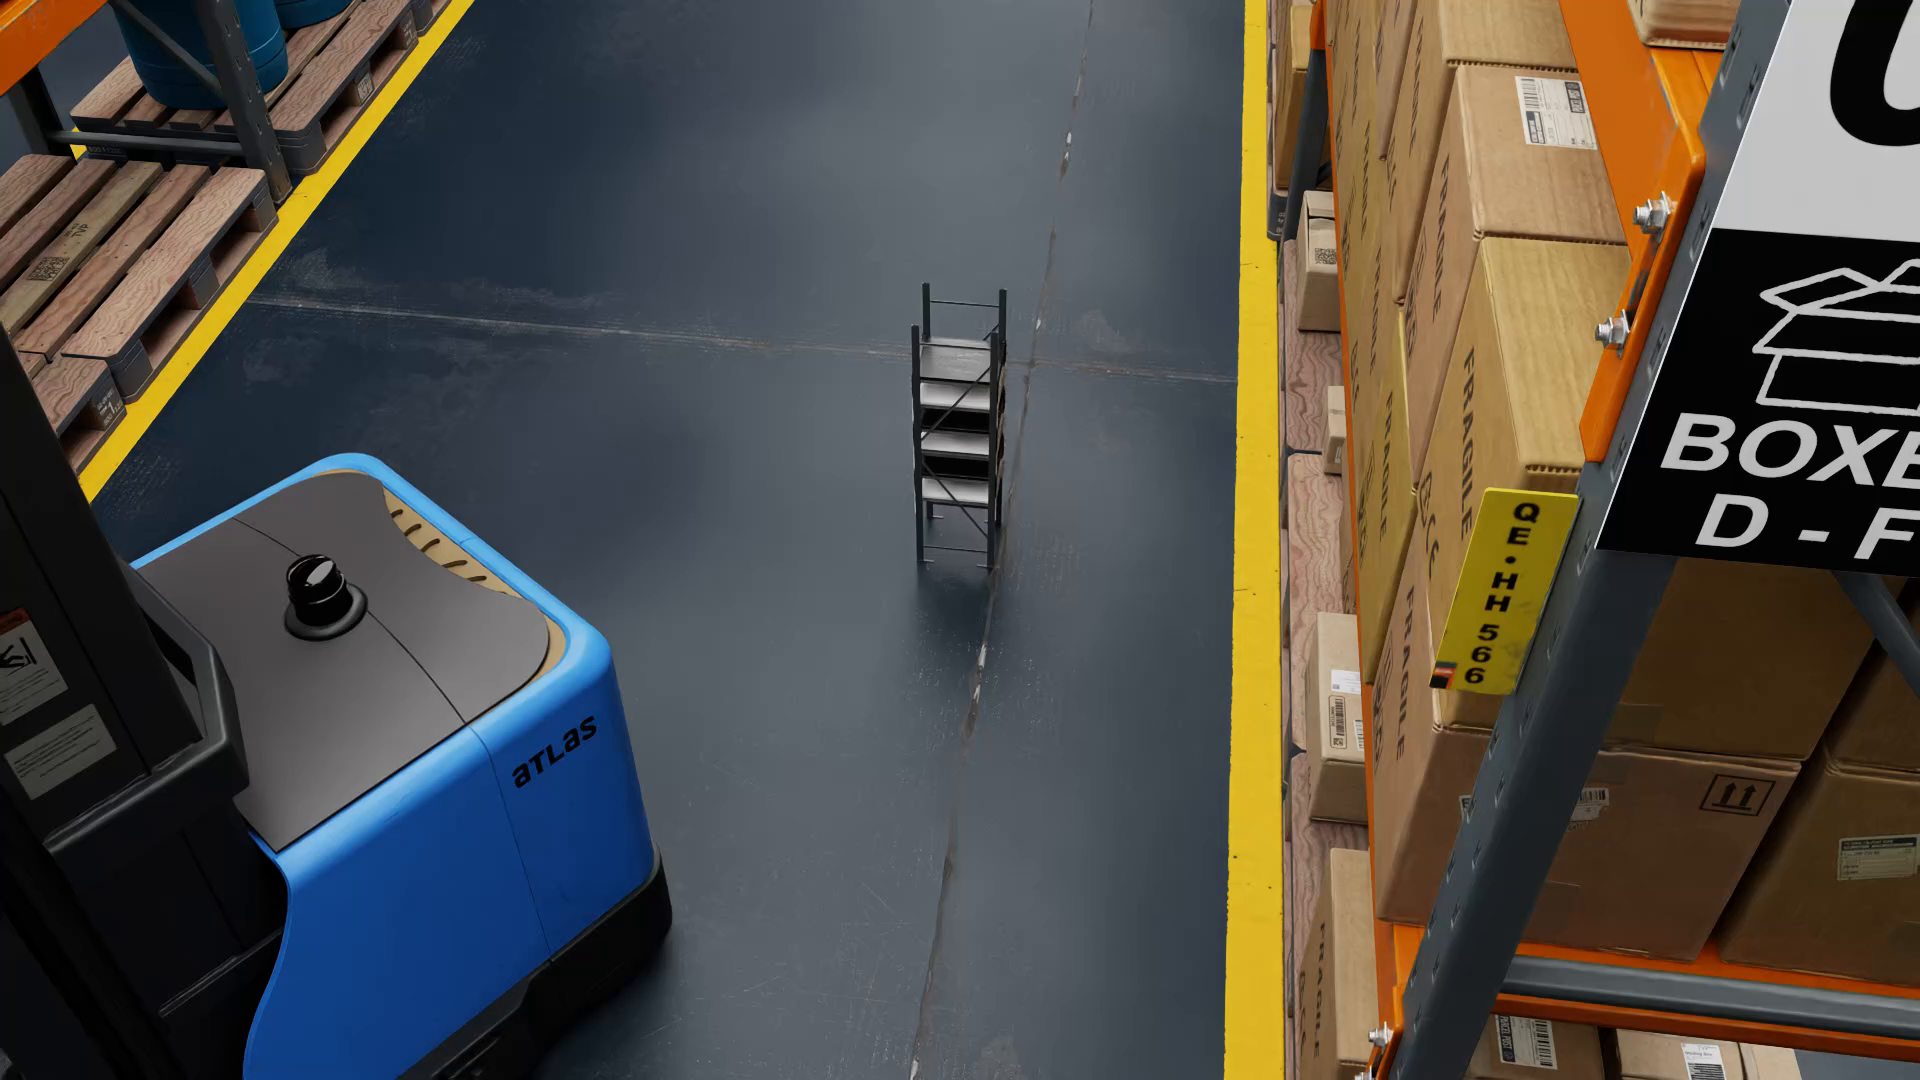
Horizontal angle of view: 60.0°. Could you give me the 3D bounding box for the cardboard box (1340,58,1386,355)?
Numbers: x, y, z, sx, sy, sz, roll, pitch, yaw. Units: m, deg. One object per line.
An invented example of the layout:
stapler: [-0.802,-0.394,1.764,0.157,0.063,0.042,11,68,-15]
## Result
cardboard box: [1.165,-0.737,3.774,0.500,0.500,0.500,5,44,5]

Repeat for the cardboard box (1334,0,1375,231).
cardboard box: [1.231,-1.084,4.141,0.500,0.500,0.500,5,44,5]

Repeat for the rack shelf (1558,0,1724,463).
rack shelf: [1.437,-1.525,3.021,1.077,0.370,4.000,5,44,6]

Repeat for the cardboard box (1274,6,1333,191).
cardboard box: [1.482,-1.675,6.335,0.500,0.500,0.500,5,44,5]

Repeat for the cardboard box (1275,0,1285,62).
cardboard box: [1.623,-2.353,7.051,0.500,0.500,0.500,6,44,6]

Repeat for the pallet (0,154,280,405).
pallet: [-3.267,-0.996,6.148,1.003,0.211,1.213,5,44,6]

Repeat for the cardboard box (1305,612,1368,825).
cardboard box: [1.155,0.467,4.255,0.500,0.250,0.500,5,44,6]

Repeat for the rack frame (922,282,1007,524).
rack frame: [0.012,-0.391,5.008,0.240,0.900,0.006,5,44,6]

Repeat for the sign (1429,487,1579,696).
sign: [0.625,0.066,1.926,0.100,0.325,0.005,5,44,6]

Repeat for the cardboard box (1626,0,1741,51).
cardboard box: [0.979,-0.743,1.781,0.500,0.250,0.500,5,44,6]

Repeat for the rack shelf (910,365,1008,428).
rack shelf: [-0.001,-0.428,4.834,0.258,0.077,0.200,5,44,6]

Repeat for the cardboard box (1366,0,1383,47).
cardboard box: [1.224,-1.462,3.813,0.500,0.500,0.500,4,44,4]

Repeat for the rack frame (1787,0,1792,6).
rack frame: [1.172,-1.513,0.303,1.000,3.000,0.127,5,44,6]

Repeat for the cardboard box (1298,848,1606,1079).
cardboard box: [1.000,1.021,3.488,0.500,0.500,0.500,5,44,6]

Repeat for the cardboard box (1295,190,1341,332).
cardboard box: [1.431,-0.977,5.736,0.500,0.311,0.500,5,44,6]

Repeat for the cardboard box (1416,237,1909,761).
cardboard box: [0.959,-0.062,2.334,0.500,0.500,0.500,5,44,5]

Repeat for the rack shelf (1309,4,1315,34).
rack shelf: [1.966,-3.162,6.931,1.077,0.370,4.000,5,44,6]

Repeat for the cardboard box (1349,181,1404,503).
cardboard box: [1.098,-0.394,3.412,0.500,0.500,0.500,6,44,6]

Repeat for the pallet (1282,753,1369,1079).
pallet: [1.287,1.083,3.953,1.003,0.211,1.213,5,44,6]

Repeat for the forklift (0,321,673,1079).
forklift: [-2.084,0.454,2.639,1.130,2.935,3.031,32,52,29]

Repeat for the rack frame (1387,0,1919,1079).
rack frame: [1.172,0.666,2.365,1.000,3.000,0.127,5,44,6]

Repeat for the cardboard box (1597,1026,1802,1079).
cardboard box: [1.601,1.110,3.637,0.380,0.166,0.250,5,44,6]

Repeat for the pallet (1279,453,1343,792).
pallet: [1.451,0.254,4.828,1.003,0.211,1.213,5,44,6]

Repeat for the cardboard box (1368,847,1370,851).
cardboard box: [1.143,0.874,3.886,0.380,0.166,0.250,5,44,6]

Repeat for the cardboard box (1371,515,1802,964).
cardboard box: [0.962,0.299,2.679,0.500,0.500,0.500,6,44,7]

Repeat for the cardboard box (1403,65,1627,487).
cardboard box: [1.025,-0.406,2.698,0.500,0.500,0.500,6,44,7]

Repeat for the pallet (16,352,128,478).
pallet: [-3.426,-0.162,5.268,1.003,0.211,1.213,5,44,6]

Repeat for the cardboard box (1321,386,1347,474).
cardboard box: [1.327,-0.334,5.162,0.380,0.166,0.250,5,44,6]

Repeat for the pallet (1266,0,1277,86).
pallet: [1.930,-2.439,7.673,1.003,0.211,1.213,5,44,6]

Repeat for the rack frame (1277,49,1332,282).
rack frame: [1.701,-2.060,5.244,1.000,3.000,0.127,5,44,6]

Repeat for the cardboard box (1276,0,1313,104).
cardboard box: [1.556,-2.011,6.690,0.500,0.500,0.500,5,44,6]

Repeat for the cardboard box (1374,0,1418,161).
cardboard box: [1.156,-1.110,3.441,0.500,0.500,0.500,6,44,7]

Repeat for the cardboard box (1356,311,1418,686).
cardboard box: [1.027,-0.054,3.053,0.500,0.500,0.500,6,44,6]

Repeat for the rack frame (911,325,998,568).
rack frame: [-0.015,-0.252,4.862,0.240,0.900,0.006,5,44,6]

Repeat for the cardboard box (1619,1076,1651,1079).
cardboard box: [1.568,1.287,3.463,0.380,0.149,0.250,5,44,6]

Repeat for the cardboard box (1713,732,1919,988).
cardboard box: [1.492,0.351,2.625,0.500,0.500,0.500,6,44,6]

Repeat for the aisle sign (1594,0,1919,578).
aisle sign: [0.860,-0.260,1.452,0.394,0.787,0.004,5,44,6]

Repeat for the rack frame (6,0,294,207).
rack frame: [-3.208,-2.513,5.723,1.000,3.000,0.127,5,44,6]

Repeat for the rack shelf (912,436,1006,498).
rack shelf: [-0.001,-0.232,5.020,0.258,0.077,0.200,5,44,6]

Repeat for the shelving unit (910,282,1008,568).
shelving unit: [-0.001,-0.321,4.935,0.258,0.900,0.210,5,44,6]

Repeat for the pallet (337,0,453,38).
pallet: [-2.906,-2.857,8.113,1.003,0.211,1.213,5,44,6]

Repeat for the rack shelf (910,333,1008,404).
rack shelf: [-0.001,-0.493,4.772,0.258,0.077,0.200,5,44,6]

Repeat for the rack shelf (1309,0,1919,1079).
rack shelf: [1.437,-0.436,4.052,1.077,0.370,4.000,5,44,6]

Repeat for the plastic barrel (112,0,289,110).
plastic barrel: [-3.119,-2.273,6.690,0.600,0.901,0.708,5,44,6]

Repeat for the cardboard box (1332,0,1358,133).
cardboard box: [1.299,-1.425,4.500,0.500,0.500,0.500,6,44,6]

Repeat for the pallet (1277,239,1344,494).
pallet: [1.609,-0.580,5.709,1.003,0.211,1.213,5,44,6]

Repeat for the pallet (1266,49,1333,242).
pallet: [1.771,-1.606,6.792,1.003,0.211,1.213,5,44,6]

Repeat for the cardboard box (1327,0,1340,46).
cardboard box: [1.364,-1.774,4.869,0.500,0.500,0.500,6,44,7]

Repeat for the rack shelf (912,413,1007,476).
rack shelf: [-0.001,-0.297,4.958,0.258,0.077,0.200,5,44,6]

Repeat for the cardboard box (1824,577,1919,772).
cardboard box: [1.492,-0.012,2.281,0.500,0.500,0.500,6,44,7]

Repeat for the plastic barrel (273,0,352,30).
plastic barrel: [-3.026,-2.756,7.199,0.600,0.901,0.708,5,44,6]

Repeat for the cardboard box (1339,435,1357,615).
cardboard box: [1.458,-0.033,4.599,0.797,0.503,0.637,5,44,6]

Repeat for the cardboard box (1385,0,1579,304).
cardboard box: [1.089,-0.760,3.071,0.500,0.500,0.500,6,44,7]

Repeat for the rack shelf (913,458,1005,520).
rack shelf: [-0.001,-0.166,5.081,0.258,0.077,0.200,5,44,6]

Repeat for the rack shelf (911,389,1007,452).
rack shelf: [-0.001,-0.362,4.896,0.258,0.077,0.200,5,44,6]

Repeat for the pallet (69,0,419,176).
pallet: [-3.065,-2.023,7.233,1.003,0.211,1.213,5,44,6]
